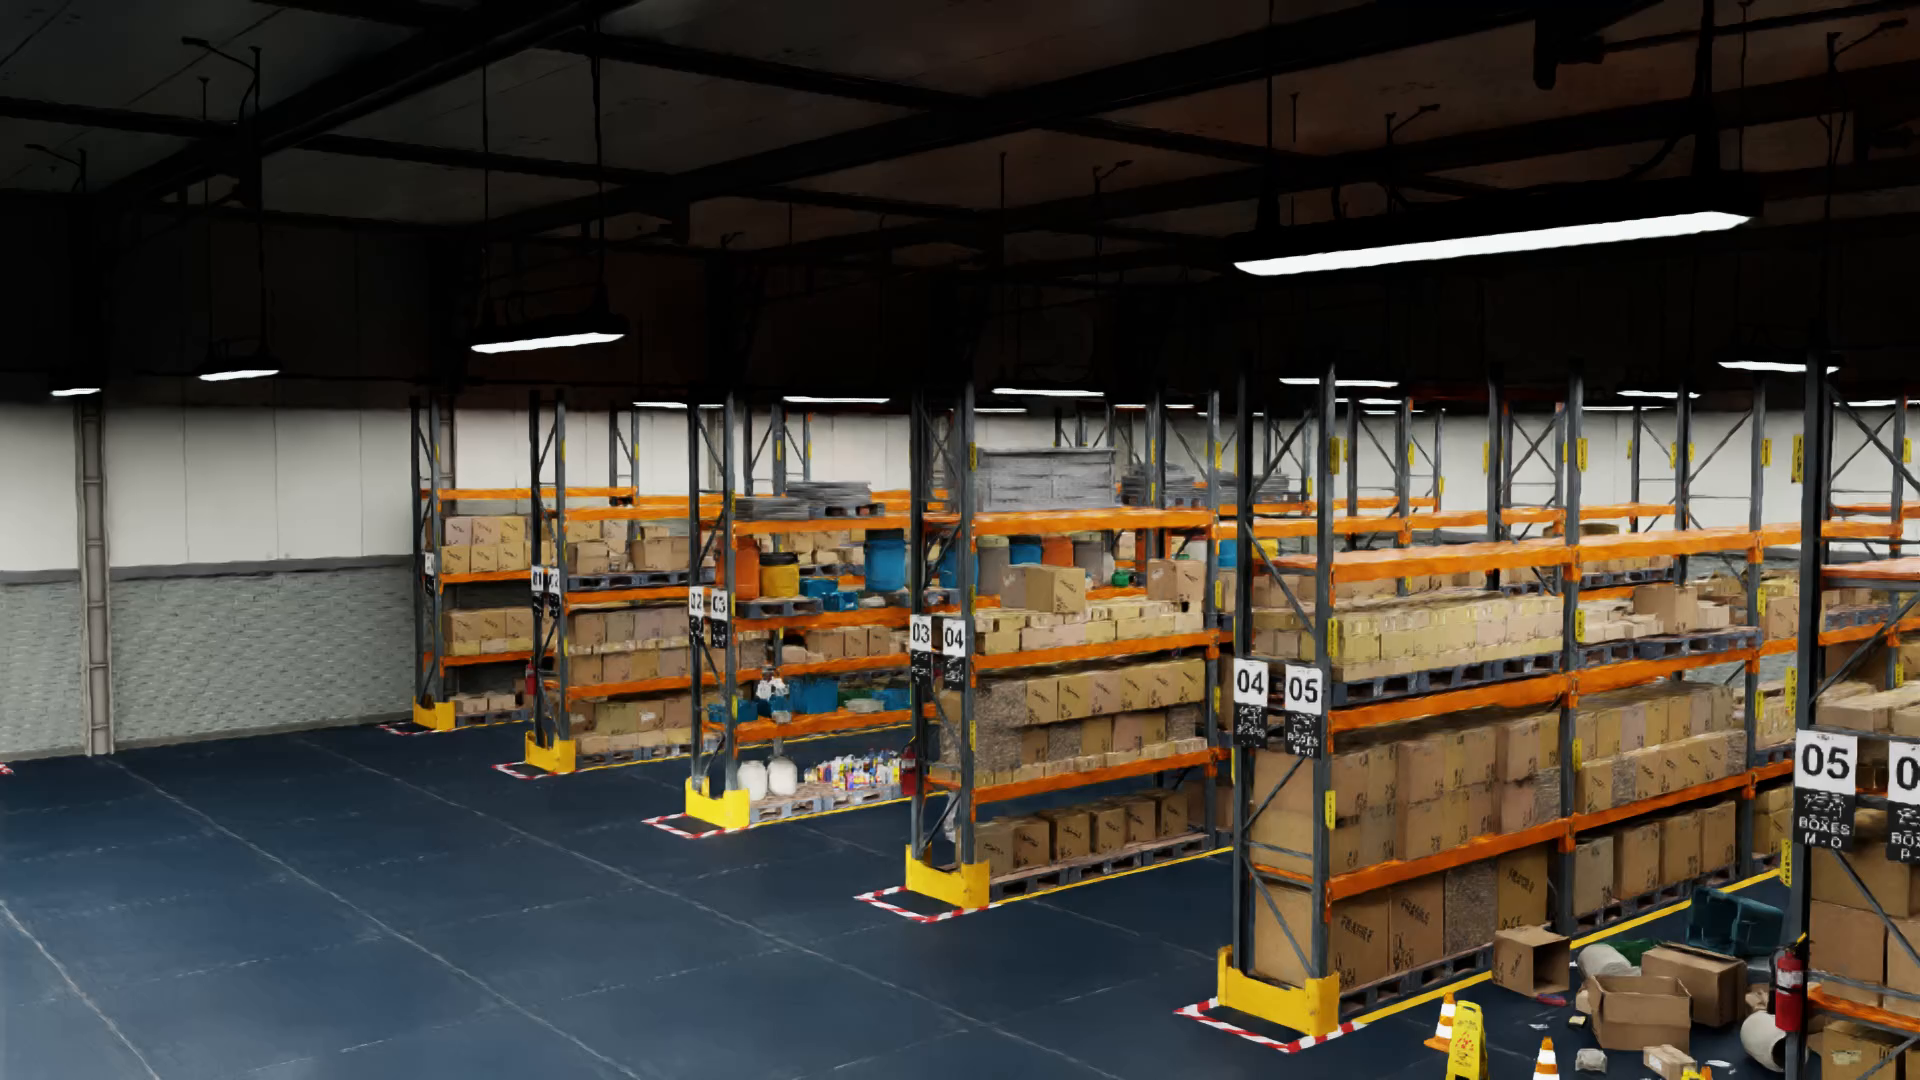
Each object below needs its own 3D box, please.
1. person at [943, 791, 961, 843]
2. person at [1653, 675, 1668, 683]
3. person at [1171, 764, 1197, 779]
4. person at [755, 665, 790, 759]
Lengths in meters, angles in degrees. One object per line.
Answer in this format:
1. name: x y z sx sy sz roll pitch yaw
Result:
1. person: 0.047 2.985 21.532 0.456 1.786 0.620 1 4 20
2. person: 10.778 2.866 25.493 0.582 1.607 0.625 -3 5 -42
3. person: 3.430 2.846 25.698 0.478 1.580 1.000 3 5 42
4. person: -2.968 2.778 26.699 0.625 1.608 0.815 2 4 32
